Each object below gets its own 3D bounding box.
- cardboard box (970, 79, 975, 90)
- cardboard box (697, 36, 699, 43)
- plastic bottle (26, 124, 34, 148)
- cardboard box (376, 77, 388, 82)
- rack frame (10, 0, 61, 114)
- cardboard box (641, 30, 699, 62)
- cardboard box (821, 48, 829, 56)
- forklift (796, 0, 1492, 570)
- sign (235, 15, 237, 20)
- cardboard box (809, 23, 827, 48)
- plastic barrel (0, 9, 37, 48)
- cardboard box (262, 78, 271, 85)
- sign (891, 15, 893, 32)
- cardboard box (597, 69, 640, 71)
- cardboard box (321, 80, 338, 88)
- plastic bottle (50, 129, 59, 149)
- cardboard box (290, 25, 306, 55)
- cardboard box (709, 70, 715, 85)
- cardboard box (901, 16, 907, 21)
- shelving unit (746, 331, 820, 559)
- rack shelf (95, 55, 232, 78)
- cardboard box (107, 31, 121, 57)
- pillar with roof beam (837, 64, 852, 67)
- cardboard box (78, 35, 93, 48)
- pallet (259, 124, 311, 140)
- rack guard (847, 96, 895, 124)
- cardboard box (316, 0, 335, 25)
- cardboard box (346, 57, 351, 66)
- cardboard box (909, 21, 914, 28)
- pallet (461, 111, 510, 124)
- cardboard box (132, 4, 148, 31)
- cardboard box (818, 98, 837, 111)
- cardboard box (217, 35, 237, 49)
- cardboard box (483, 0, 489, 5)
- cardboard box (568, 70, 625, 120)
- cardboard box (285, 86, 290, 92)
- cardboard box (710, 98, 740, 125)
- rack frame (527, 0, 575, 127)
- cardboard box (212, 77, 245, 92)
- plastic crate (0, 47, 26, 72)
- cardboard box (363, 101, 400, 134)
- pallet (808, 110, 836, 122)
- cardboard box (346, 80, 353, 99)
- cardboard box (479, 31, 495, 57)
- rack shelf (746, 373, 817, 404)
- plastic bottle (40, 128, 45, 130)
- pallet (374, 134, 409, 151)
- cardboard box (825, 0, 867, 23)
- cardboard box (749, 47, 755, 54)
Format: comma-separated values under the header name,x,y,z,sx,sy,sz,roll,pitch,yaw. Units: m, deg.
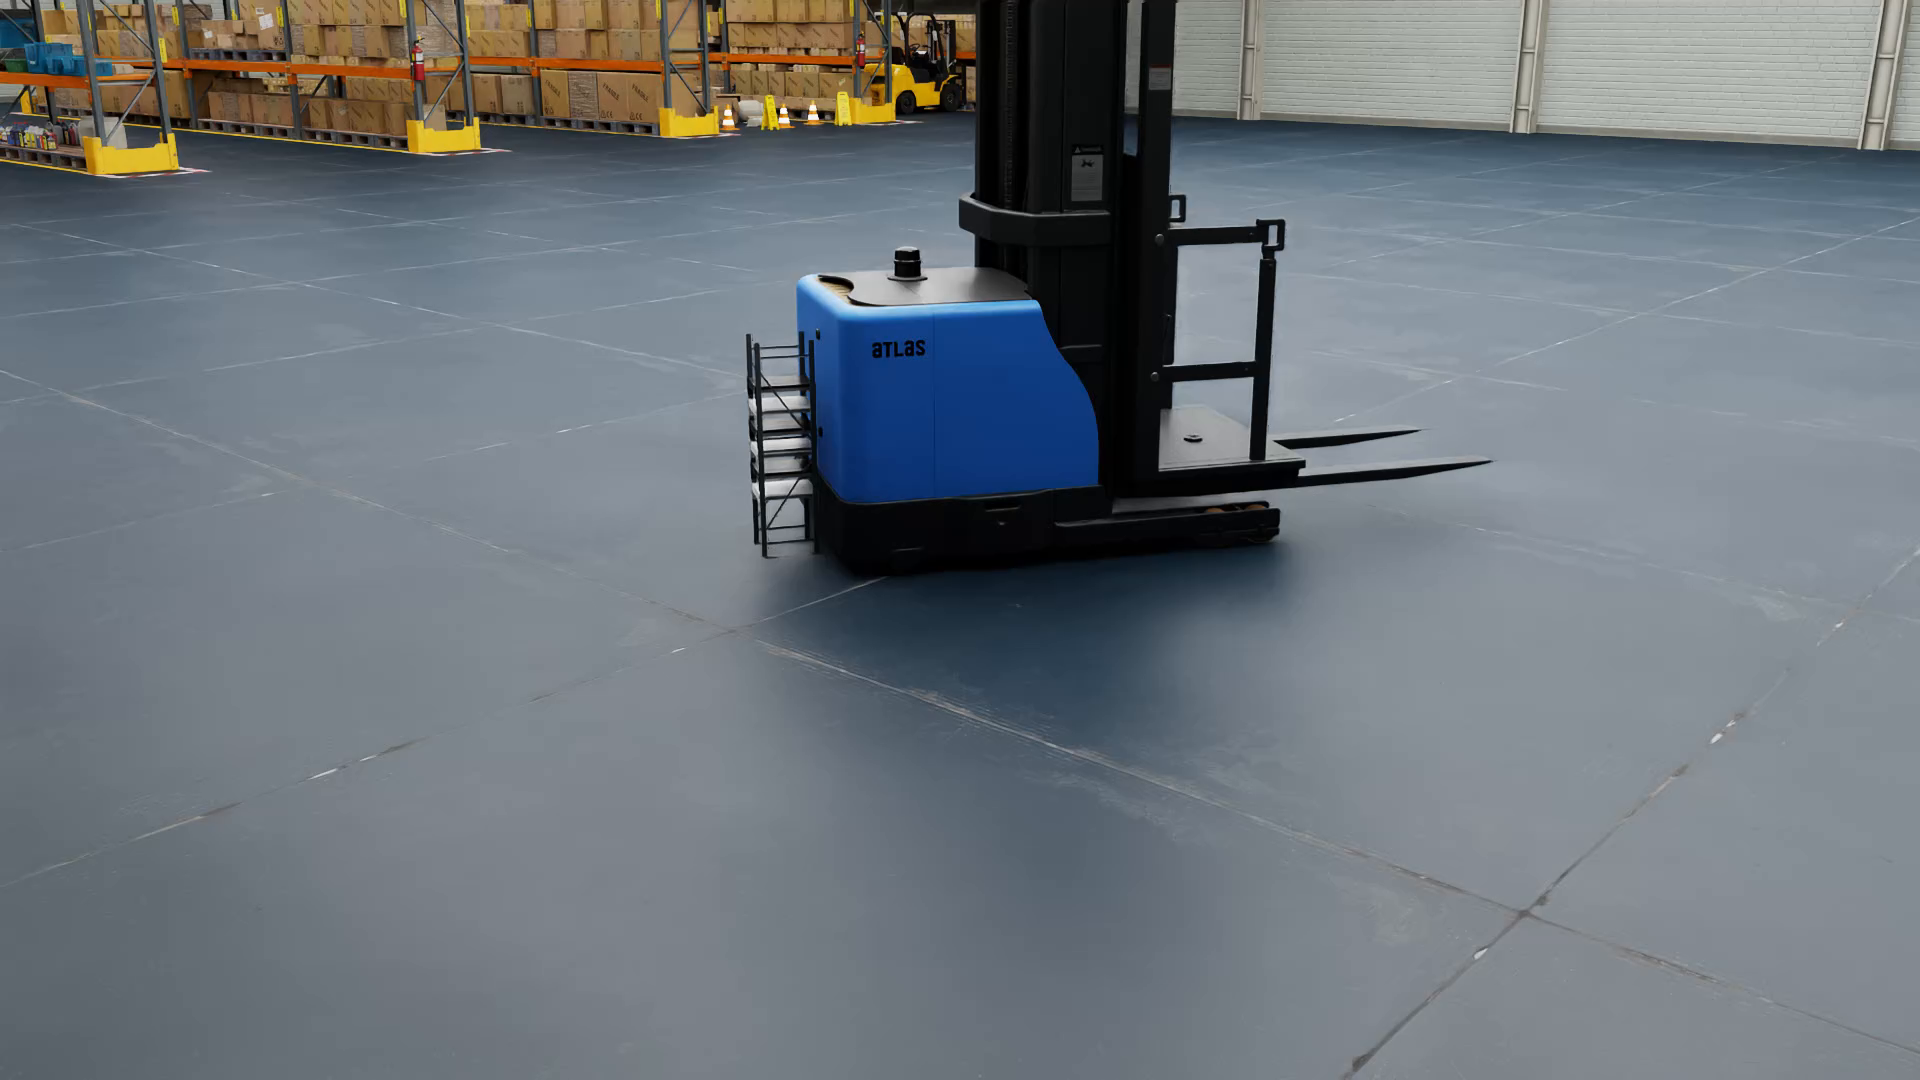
name,x,y,z,sx,sy,sz,roll,pitch,yaw
cardboard box,0.576,-10.408,37.972,0.500,0.250,0.500,15,23,39
cardboard box,-5.738,-11.051,36.695,0.250,0.149,0.380,15,23,38
plastic bottle,-13.846,-6.034,24.819,0.185,0.351,0.144,15,23,39
cardboard box,-12.410,-10.141,36.304,0.500,0.250,0.500,16,23,41
rack frame,-20.321,-10.996,36.802,0.127,3.000,1.000,15,23,39
cardboard box,-5.294,-9.021,30.331,0.550,0.550,0.875,15,23,39
cardboard box,-2.639,-10.015,34.125,0.250,0.149,0.380,15,23,38
forklift,0.856,-1.511,7.029,3.031,2.935,1.130,-5,18,-15
sign,-17.313,-12.388,39.757,0.005,0.325,0.100,15,23,39
cardboard box,-2.737,-10.364,34.151,0.500,0.500,0.500,15,23,39
plastic barrel,-14.721,-7.851,26.064,0.708,0.901,0.600,15,23,39
cardboard box,-16.398,-10.933,39.639,0.250,0.149,0.380,15,23,39
sign,-1.416,-10.561,34.000,0.005,0.325,0.100,15,23,39
cardboard box,-8.221,-10.977,39.560,0.875,0.875,0.875,15,23,39
cardboard box,-14.401,-10.433,38.061,0.250,0.149,0.380,16,24,41
plastic bottle,-13.406,-5.929,24.598,0.133,0.283,0.061,15,23,39
cardboard box,-11.050,-8.672,28.821,0.500,0.500,0.875,15,23,39
cardboard box,-6.472,-12.214,44.077,0.500,0.500,0.500,14,22,38
cardboard box,-1.167,-12.292,39.156,0.250,0.149,0.380,15,23,40
shelving unit,-0.729,-0.392,6.857,0.258,0.900,0.210,-5,18,-15
rack shelf,-15.834,-9.449,33.115,4.000,0.370,1.077,15,23,39
cardboard box,-16.775,-9.991,33.470,0.500,0.500,0.500,15,23,39
pillar with roof beam,-5.752,-14.584,38.188,0.400,9.000,9.100,15,23,39
cardboard box,-17.834,-10.293,34.342,0.500,0.250,0.500,14,23,38
pallet,-11.929,-7.414,30.124,1.213,0.211,1.003,15,23,39
rack guard,-1.833,-8.850,34.171,0.348,0.500,1.175,15,23,39
cardboard box,-10.430,-8.905,27.901,0.500,0.500,0.500,15,23,39
cardboard box,-10.037,-8.018,27.833,0.250,0.149,0.380,15,23,39
cardboard box,-1.004,-12.089,39.006,0.250,0.149,0.380,15,23,39
pallet,-9.522,-8.743,34.310,1.213,0.211,1.003,15,23,39
cardboard box,-15.865,-10.331,32.882,0.637,0.503,0.797,16,24,41
cardboard box,-2.577,-9.022,34.432,0.500,0.250,0.500,15,23,39
cardboard box,-13.237,-9.130,30.476,0.500,0.250,0.500,14,22,38
cardboard box,-11.700,-13.435,41.596,0.250,0.149,0.380,15,23,39
cardboard box,-6.877,-8.554,31.925,0.875,0.875,0.875,15,23,40
cardboard box,-15.711,-10.668,39.295,0.250,0.149,0.380,17,24,42
cardboard box,-4.770,-8.616,33.429,0.637,0.503,0.797,0,18,2
rack frame,-7.978,-9.689,32.682,0.127,3.000,1.000,15,23,39
cardboard box,-13.817,-8.638,31.537,0.500,0.250,0.500,16,24,41
plastic crate,-14.326,-7.303,25.267,0.504,0.338,0.767,15,23,39
cardboard box,-9.736,-7.164,28.165,0.500,0.500,0.500,-16,23,-41
pallet,-2.417,-8.883,34.754,1.213,0.211,1.003,15,23,39
cardboard box,-13.585,-10.096,37.402,0.500,0.500,0.500,16,24,41
cardboard box,-9.302,-9.984,33.446,0.500,0.500,0.500,15,23,40
rack shelf,-0.730,-0.617,6.786,0.258,0.077,0.200,-5,18,-15
plastic bottle,-13.767,-6.037,24.951,0.135,0.276,0.152,15,23,39
pallet,-8.995,-6.641,27.689,1.213,0.211,1.003,15,23,39
cardboard box,-2.303,-10.745,33.701,0.500,0.500,0.700,14,23,38
cardboard box,-4.303,-10.488,35.616,0.250,0.149,0.380,15,23,39
